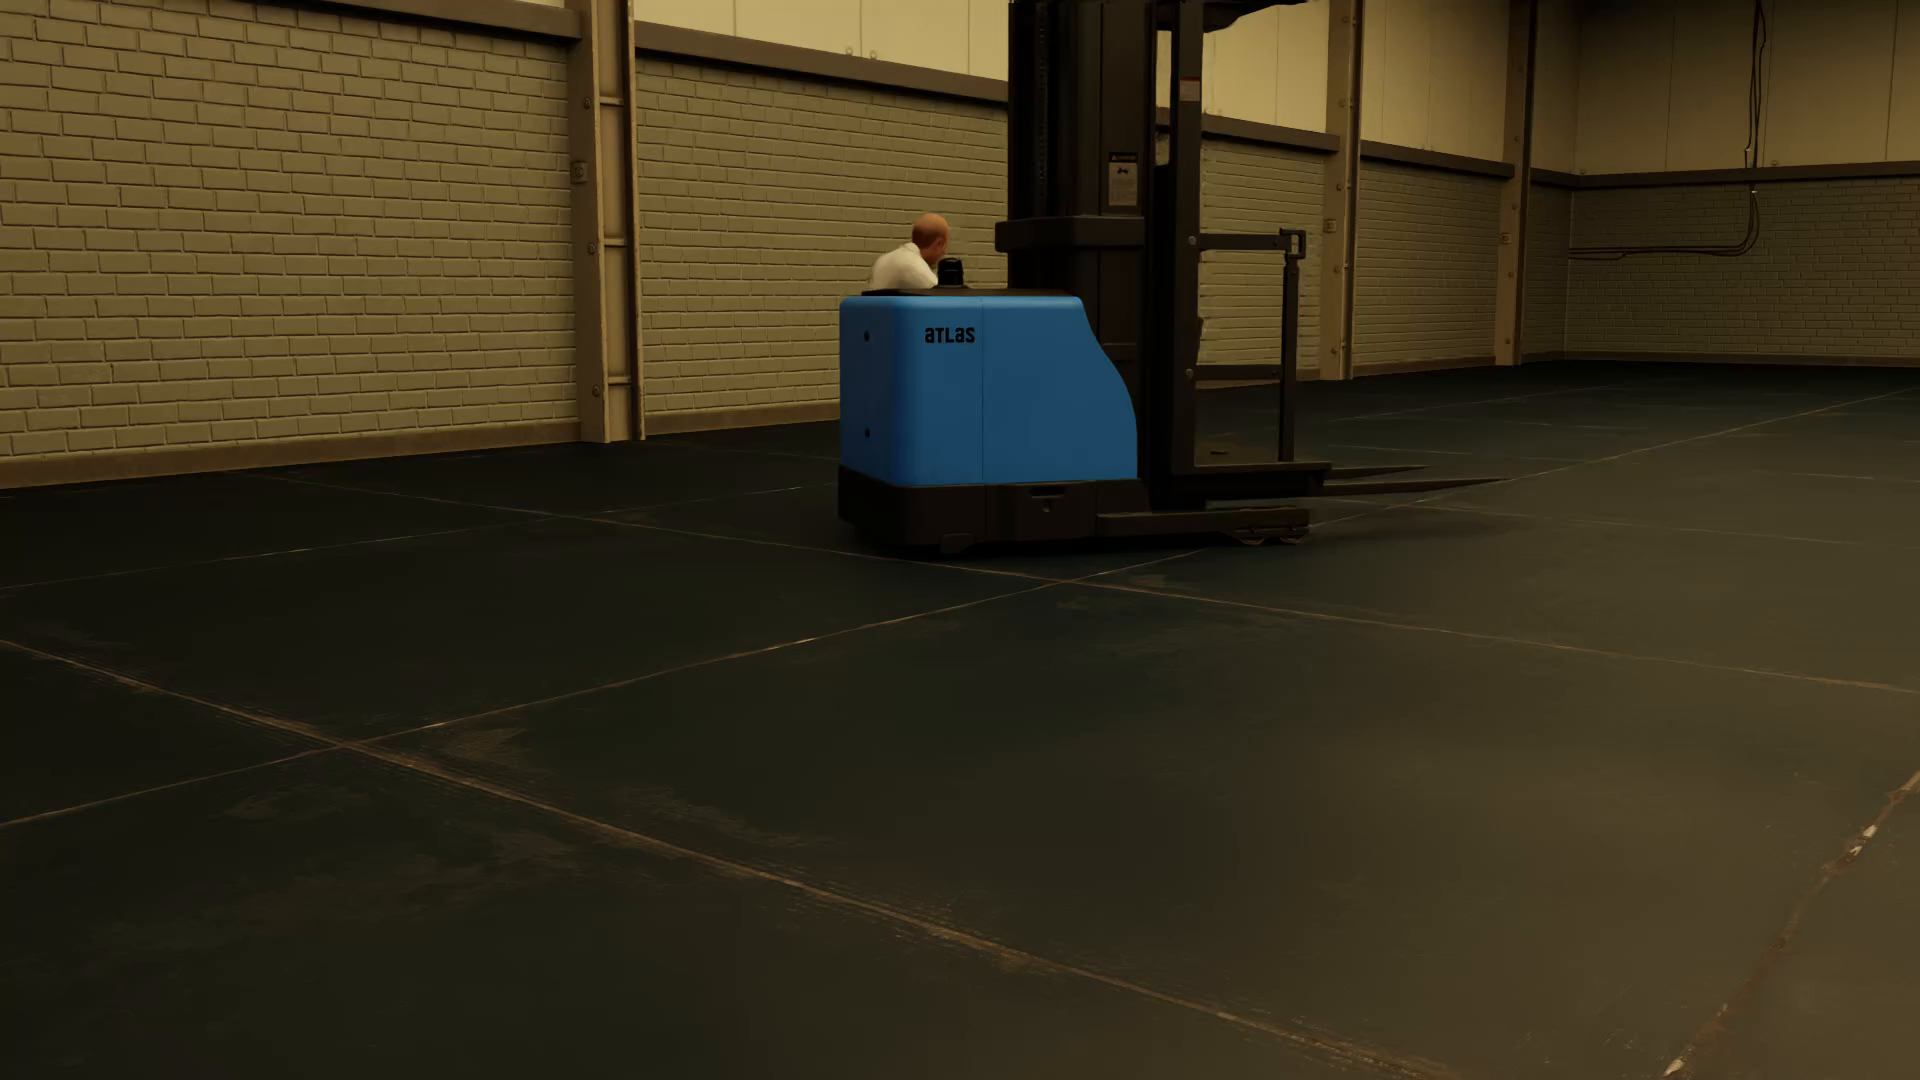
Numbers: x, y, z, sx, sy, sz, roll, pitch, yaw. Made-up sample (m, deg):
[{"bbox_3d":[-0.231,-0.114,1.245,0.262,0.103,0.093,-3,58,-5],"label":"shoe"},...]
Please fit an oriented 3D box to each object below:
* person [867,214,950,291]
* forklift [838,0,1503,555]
[{"bbox_3d":[-0.130,-0.904,8.437,0.806,1.485,1.617,-3,9,-20],"label":"person"},{"bbox_3d":[1.017,-1.493,7.488,3.031,2.935,1.130,-3,9,-18],"label":"forklift"}]
